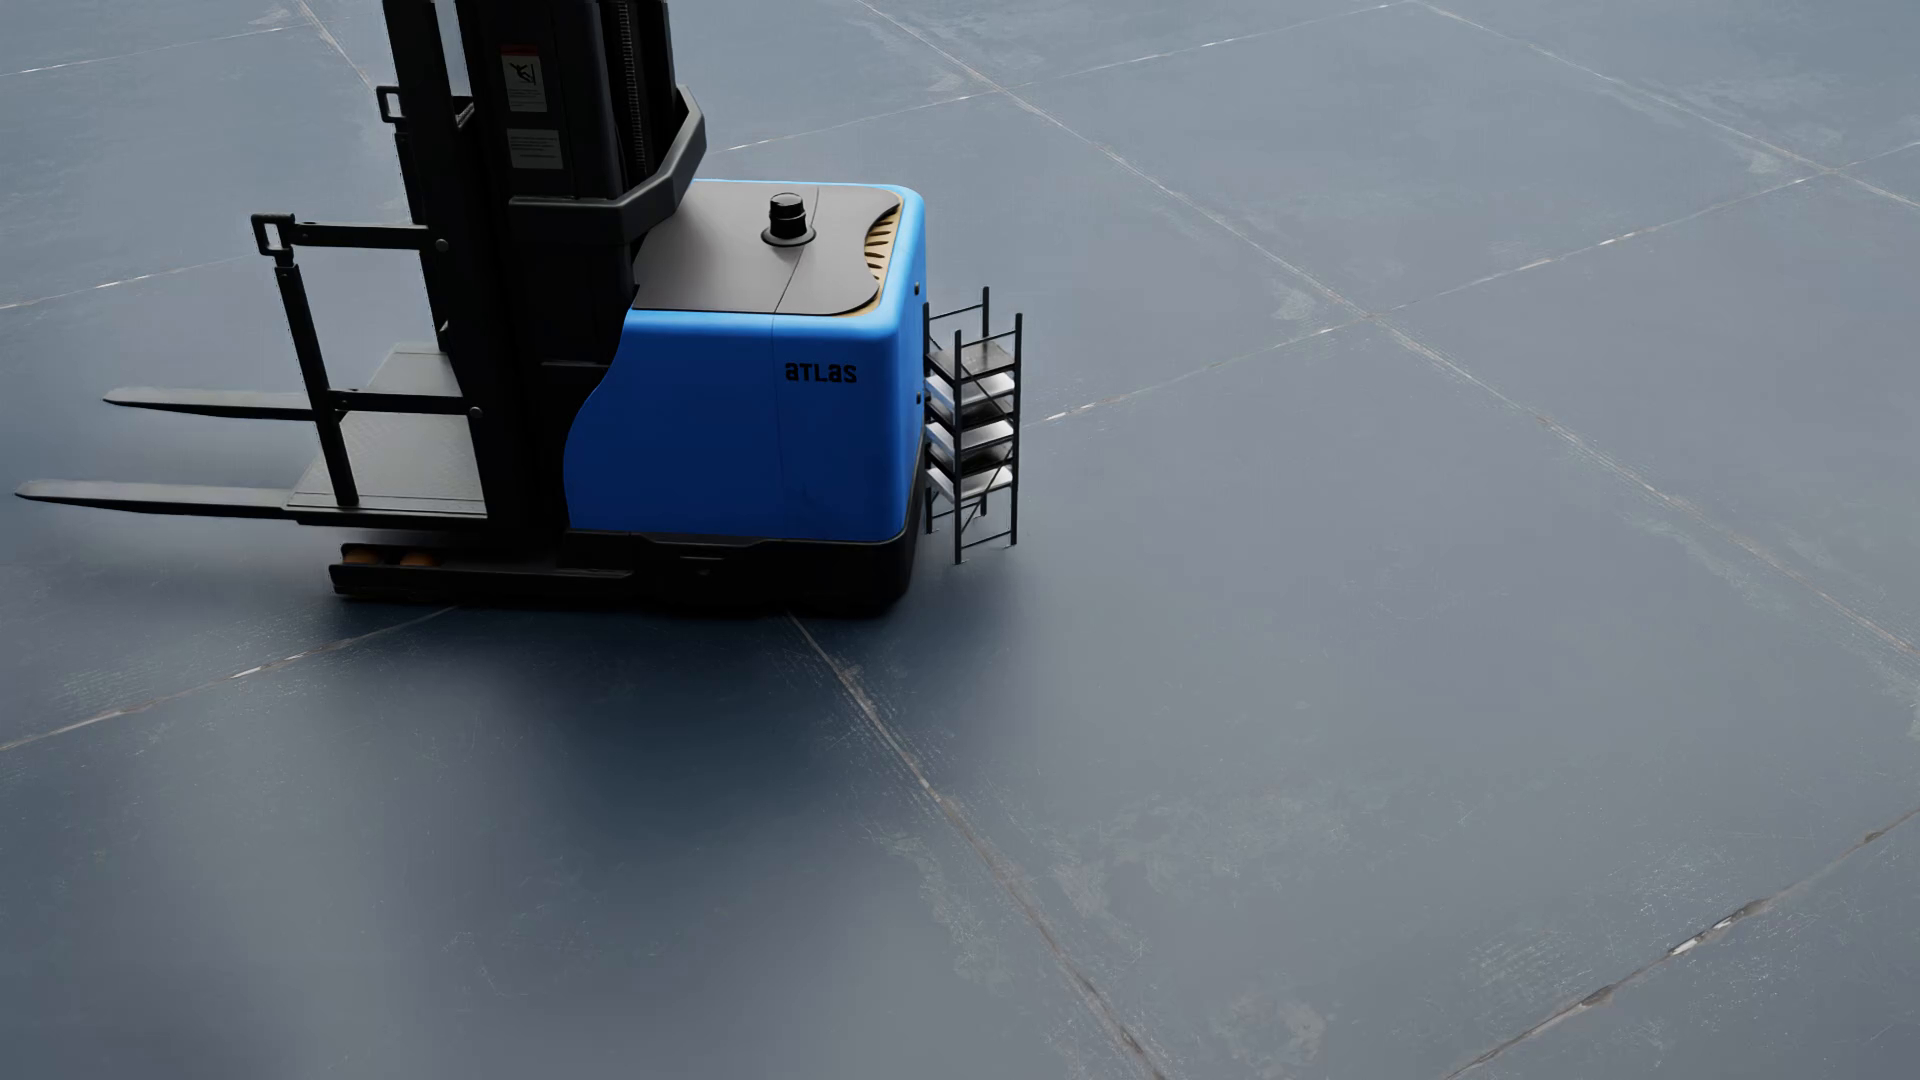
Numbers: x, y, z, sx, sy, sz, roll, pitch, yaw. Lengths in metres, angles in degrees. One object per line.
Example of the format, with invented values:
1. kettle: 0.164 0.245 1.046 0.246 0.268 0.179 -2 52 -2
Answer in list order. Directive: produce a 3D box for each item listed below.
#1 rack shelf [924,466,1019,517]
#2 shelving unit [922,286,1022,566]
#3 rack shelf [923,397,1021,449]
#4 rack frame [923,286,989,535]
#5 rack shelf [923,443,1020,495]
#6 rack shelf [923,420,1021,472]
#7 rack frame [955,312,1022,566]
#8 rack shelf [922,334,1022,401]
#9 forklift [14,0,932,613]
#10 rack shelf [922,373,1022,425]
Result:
1. rack shelf: 0.038 -0.193 5.613 0.258 0.077 0.200 -19 40 -24
2. shelving unit: 0.038 -0.365 5.487 0.258 0.900 0.210 -19 40 -24
3. rack shelf: 0.038 -0.411 5.454 0.258 0.077 0.200 -19 40 -24
4. rack frame: -0.012 -0.417 5.558 0.240 0.900 0.006 -19 40 -24
5. rack shelf: 0.038 -0.266 5.560 0.258 0.077 0.200 -19 40 -24
6. rack shelf: 0.038 -0.338 5.507 0.258 0.077 0.200 -19 40 -24
7. rack frame: 0.089 -0.313 5.416 0.240 0.900 0.006 -19 40 -24
8. rack shelf: 0.038 -0.556 5.347 0.258 0.077 0.200 -19 40 -24
9. forklift: -1.646 -1.288 5.029 3.031 2.935 1.130 3 36 3
10. rack shelf: 0.038 -0.484 5.401 0.258 0.077 0.200 -19 40 -24
